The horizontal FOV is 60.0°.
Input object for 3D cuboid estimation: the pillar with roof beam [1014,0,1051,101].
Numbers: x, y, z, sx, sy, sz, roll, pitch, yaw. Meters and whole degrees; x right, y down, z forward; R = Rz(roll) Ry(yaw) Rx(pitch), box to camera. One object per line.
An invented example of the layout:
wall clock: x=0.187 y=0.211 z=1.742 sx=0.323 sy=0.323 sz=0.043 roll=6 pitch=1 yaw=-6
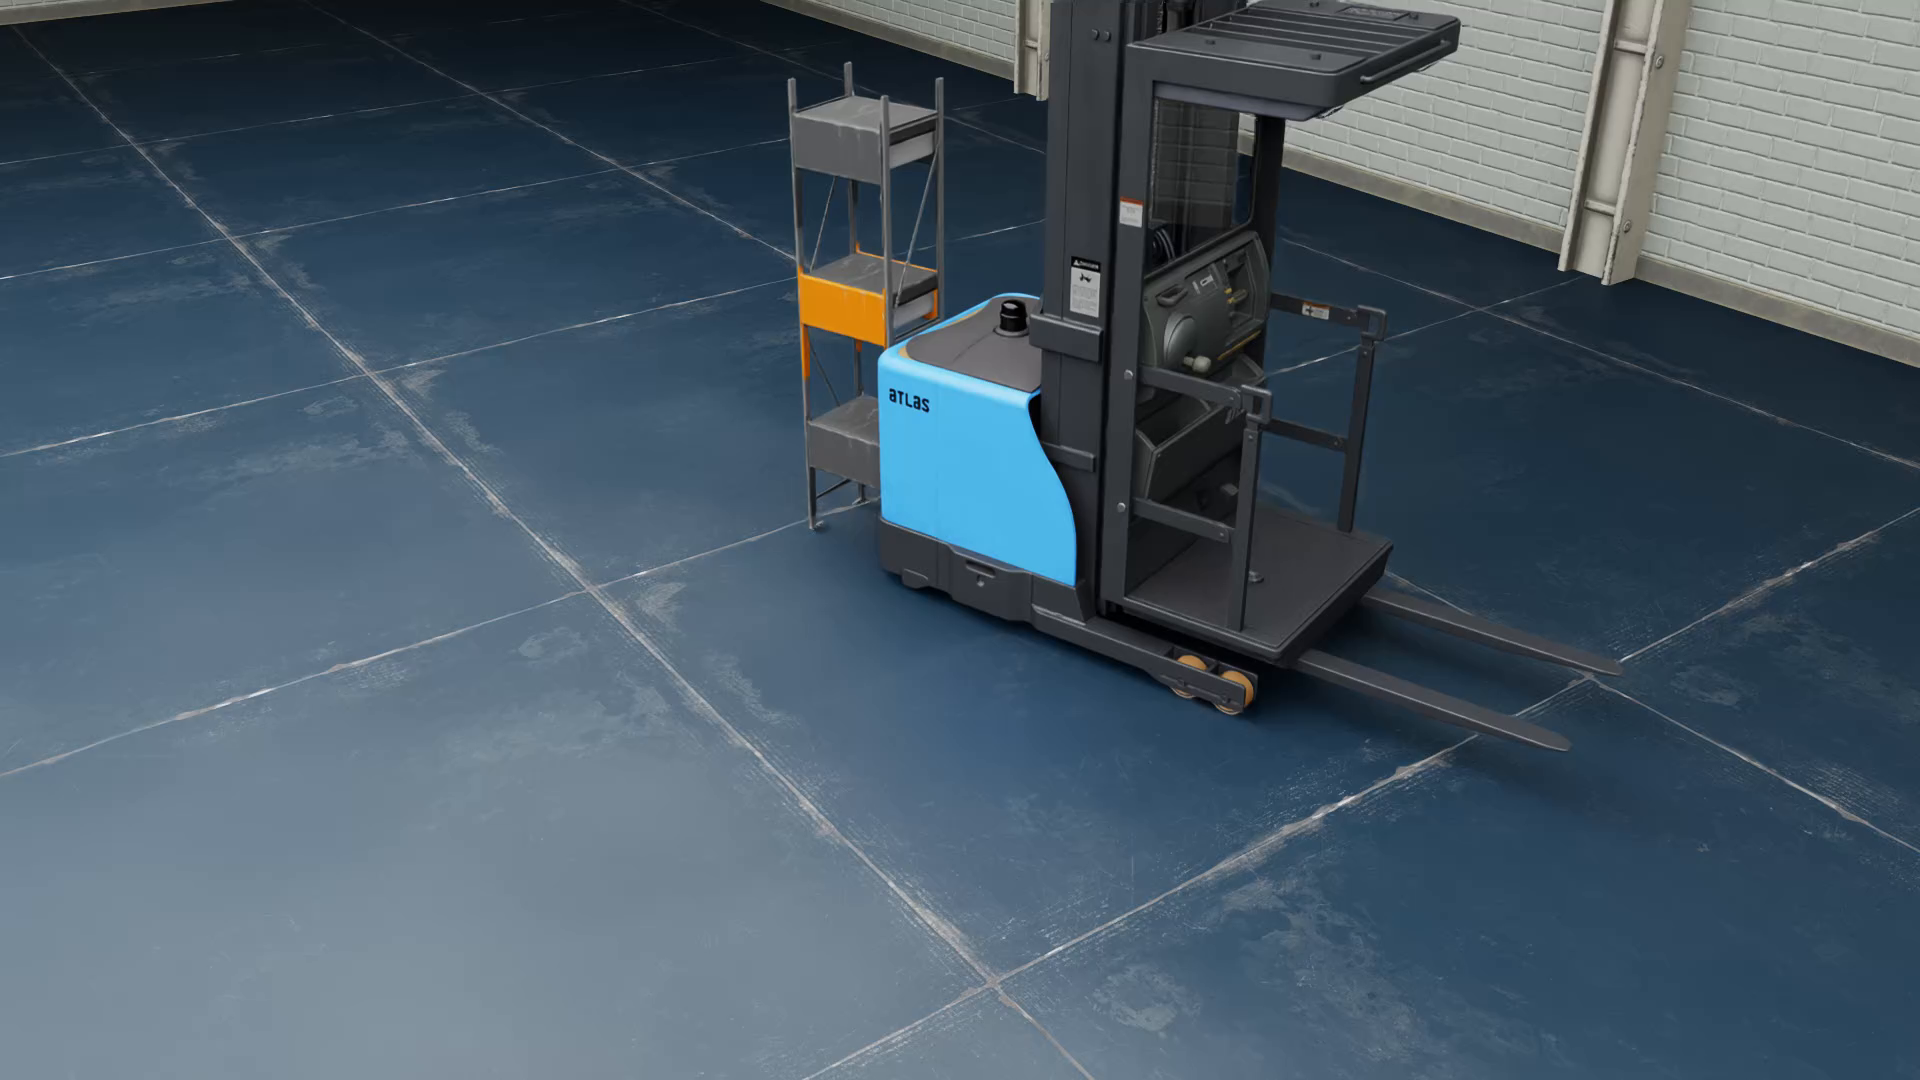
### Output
pillar with roof beam: x=-2.773 y=-6.864 z=10.961 sx=9.100 sy=9.000 sz=0.400 roll=-19 pitch=34 yaw=-31

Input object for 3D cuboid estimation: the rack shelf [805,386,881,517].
rack shelf: x=-0.389 y=-0.351 z=7.692 sx=0.480 sy=0.518 sz=0.431 roll=19 pitch=34 yaw=31

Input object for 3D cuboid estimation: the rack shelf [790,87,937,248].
rack shelf: x=-0.389 y=-1.581 z=7.024 sx=0.480 sy=0.518 sz=0.431 roll=19 pitch=34 yaw=31

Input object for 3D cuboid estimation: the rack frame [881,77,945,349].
rack frame: x=-0.191 y=-0.910 z=7.225 sx=0.015 sy=2.100 sz=0.400 roll=19 pitch=34 yaw=31

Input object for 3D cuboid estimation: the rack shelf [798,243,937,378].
rack shelf: x=-0.389 y=-0.966 z=7.358 sx=0.480 sy=0.518 sz=0.431 roll=19 pitch=34 yaw=31

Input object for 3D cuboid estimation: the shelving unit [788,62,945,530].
shelving unit: x=-0.389 y=-0.978 z=7.351 sx=0.503 sy=2.100 sz=0.431 roll=19 pitch=34 yaw=31

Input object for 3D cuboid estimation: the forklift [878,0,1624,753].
forklift: x=1.129 y=-0.895 z=6.327 sx=3.031 sy=2.935 sz=1.130 roll=19 pitch=34 yaw=31

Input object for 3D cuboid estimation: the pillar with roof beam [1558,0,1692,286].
pillar with roof beam: x=0.708 y=-4.532 z=6.666 sx=9.100 sy=9.000 sz=0.400 roll=-19 pitch=34 yaw=-31

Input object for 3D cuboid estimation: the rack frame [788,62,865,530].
rack frame: x=-0.586 y=-1.047 z=7.478 sx=0.015 sy=2.100 sz=0.400 roll=19 pitch=34 yaw=31
